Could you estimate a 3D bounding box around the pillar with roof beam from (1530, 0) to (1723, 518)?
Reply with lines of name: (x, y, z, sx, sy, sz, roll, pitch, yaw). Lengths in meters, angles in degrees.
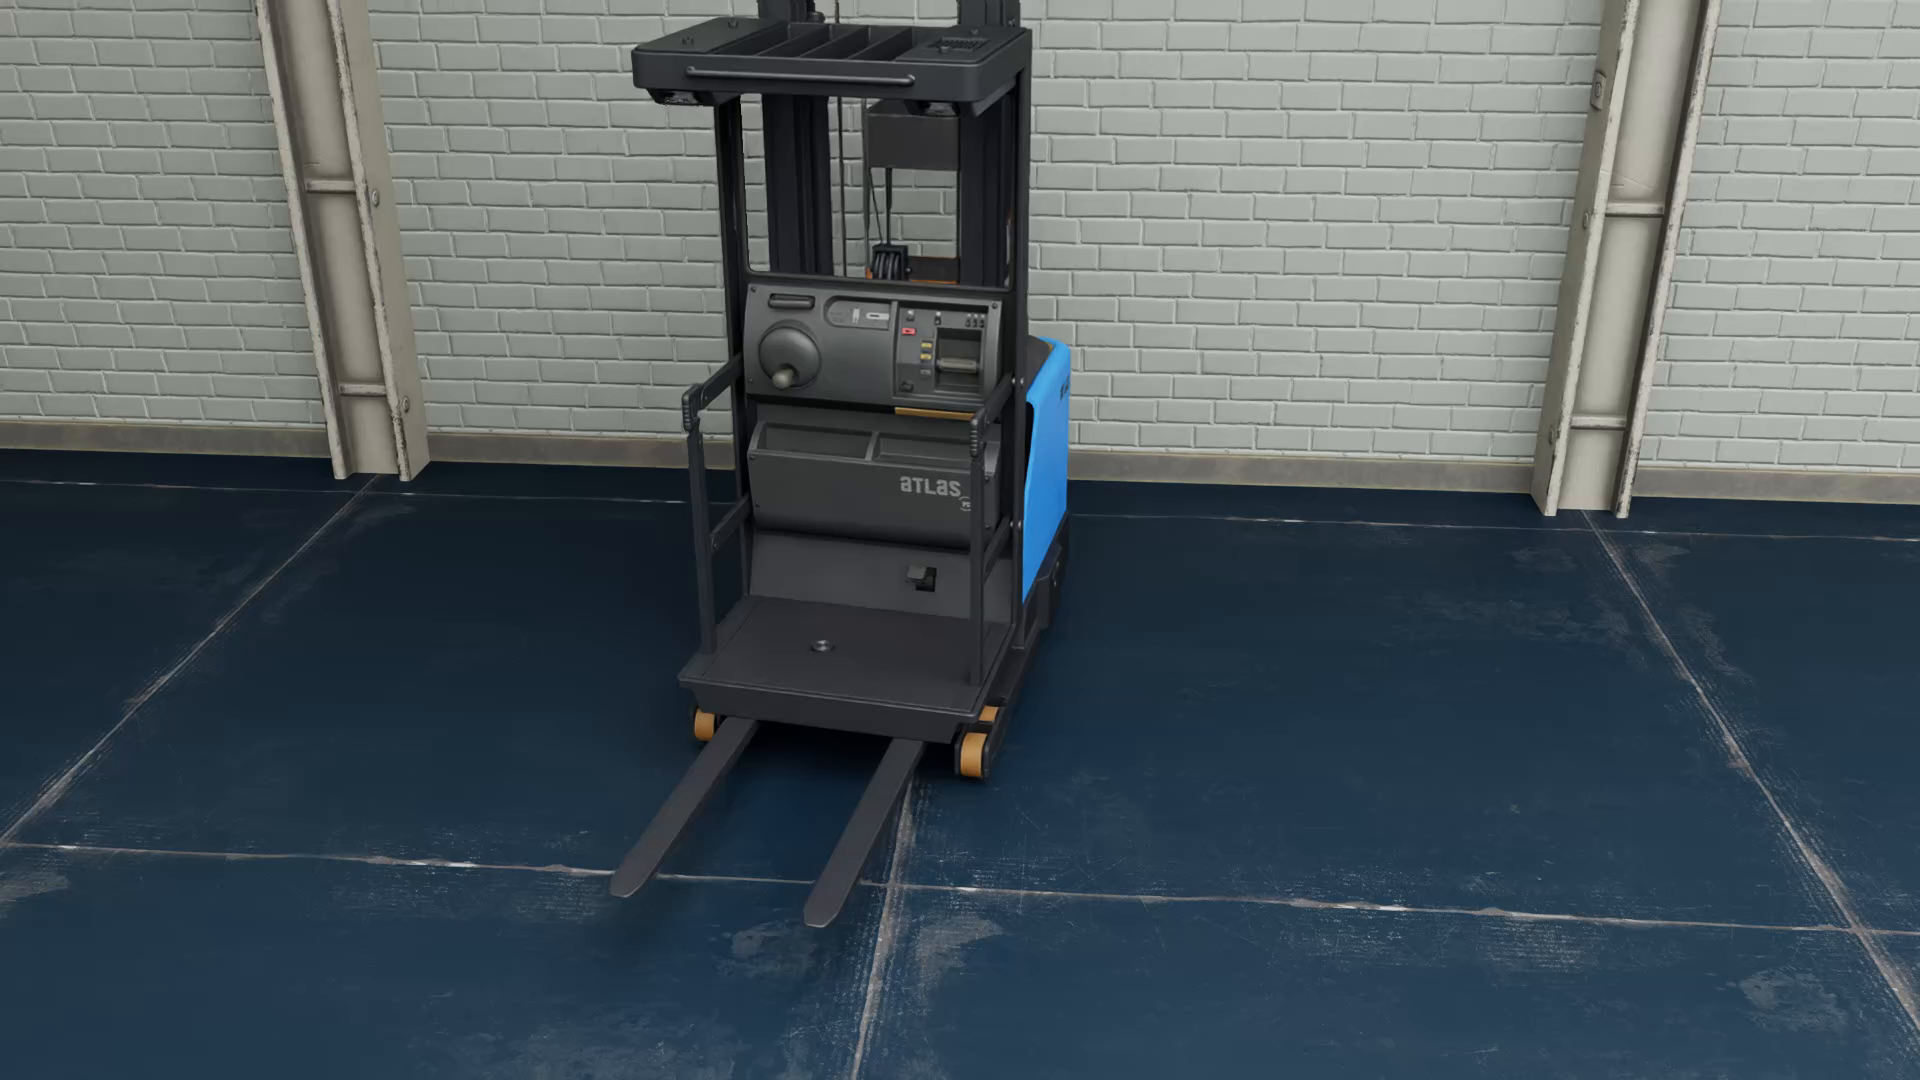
pillar with roof beam: (2.691, -2.470, 2.352, 0.400, 9.000, 9.100, 2, 25, 4)

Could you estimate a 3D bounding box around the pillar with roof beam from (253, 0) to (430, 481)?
pillar with roof beam: (-3.291, -2.662, 2.769, 0.400, 9.000, 9.100, 2, 25, 4)

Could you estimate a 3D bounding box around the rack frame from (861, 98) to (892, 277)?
rack frame: (-0.360, -1.035, 7.487, 0.015, 2.100, 0.400, 5, 25, 12)

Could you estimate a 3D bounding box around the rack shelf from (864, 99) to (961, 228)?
rack shelf: (-0.122, -1.636, 7.151, 0.480, 0.518, 0.431, 5, 25, 12)

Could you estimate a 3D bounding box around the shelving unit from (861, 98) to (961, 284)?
shelving unit: (-0.122, -1.012, 7.438, 0.503, 2.100, 0.431, 5, 25, 12)

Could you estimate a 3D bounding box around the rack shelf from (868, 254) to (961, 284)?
rack shelf: (-0.122, -1.000, 7.444, 0.480, 0.518, 0.431, 5, 25, 12)

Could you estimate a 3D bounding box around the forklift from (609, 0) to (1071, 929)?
forklift: (-0.362, -0.660, 5.677, 1.130, 2.935, 3.031, 6, 25, 12)
